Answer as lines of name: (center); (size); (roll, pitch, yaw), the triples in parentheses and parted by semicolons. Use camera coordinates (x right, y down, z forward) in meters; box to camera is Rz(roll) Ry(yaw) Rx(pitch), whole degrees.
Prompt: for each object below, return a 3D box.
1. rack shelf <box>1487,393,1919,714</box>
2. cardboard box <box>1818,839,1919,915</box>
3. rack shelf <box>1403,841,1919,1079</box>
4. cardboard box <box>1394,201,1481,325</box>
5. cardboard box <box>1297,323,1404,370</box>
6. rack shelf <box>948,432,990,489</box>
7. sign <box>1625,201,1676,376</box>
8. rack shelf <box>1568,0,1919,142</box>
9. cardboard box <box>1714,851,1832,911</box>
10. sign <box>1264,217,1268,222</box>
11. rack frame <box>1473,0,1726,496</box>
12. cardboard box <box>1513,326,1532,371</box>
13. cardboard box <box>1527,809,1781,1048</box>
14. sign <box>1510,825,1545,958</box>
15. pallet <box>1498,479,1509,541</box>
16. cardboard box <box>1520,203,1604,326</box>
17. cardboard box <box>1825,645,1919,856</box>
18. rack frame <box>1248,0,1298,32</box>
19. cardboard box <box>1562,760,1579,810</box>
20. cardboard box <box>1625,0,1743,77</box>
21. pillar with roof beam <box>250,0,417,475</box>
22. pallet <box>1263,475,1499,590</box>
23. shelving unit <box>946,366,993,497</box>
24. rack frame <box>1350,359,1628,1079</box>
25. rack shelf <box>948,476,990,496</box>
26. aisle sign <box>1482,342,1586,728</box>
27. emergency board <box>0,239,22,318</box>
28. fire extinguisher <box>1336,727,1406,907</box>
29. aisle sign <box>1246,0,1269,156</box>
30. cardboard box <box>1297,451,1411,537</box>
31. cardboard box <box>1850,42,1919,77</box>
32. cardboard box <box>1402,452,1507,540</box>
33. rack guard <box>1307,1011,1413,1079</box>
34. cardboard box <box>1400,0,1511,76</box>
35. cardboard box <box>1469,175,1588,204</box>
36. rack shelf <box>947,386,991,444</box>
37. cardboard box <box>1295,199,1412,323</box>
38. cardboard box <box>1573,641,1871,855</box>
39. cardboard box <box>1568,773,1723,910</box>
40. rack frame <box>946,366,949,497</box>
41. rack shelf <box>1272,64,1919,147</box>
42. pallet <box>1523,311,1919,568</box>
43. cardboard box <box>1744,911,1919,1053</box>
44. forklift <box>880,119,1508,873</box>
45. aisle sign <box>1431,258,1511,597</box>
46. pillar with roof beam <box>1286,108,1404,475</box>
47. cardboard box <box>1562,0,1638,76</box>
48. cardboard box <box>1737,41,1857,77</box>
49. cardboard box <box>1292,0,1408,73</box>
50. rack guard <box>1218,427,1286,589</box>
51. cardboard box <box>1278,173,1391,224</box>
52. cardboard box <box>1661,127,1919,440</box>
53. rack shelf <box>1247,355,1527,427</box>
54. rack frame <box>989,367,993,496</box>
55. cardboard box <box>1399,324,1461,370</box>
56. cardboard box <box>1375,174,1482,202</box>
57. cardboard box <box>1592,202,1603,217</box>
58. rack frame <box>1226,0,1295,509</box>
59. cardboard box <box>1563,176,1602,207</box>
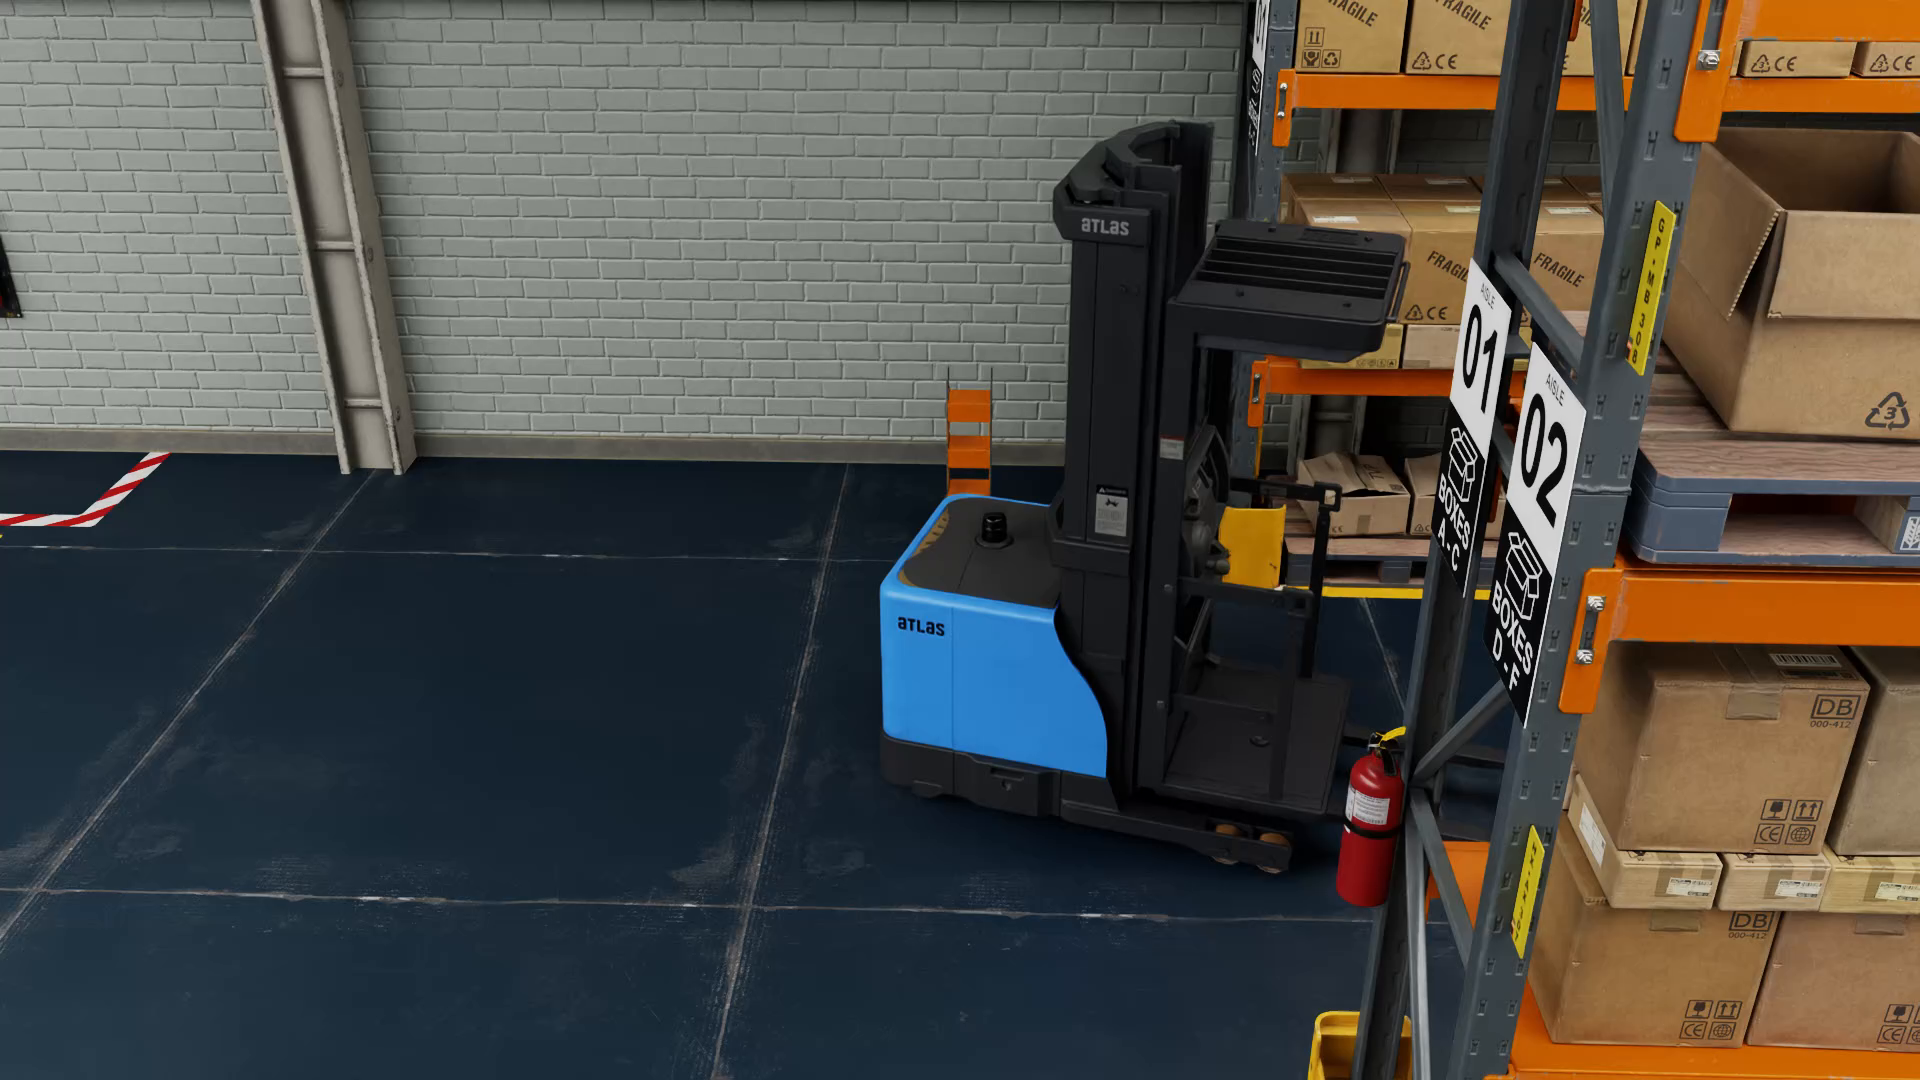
rack shelf: (3.373, 0.022, 4.071); (4.000, 0.370, 1.077); (1, 28, 2)
cardboard box: (2.272, 0.781, 4.275); (0.250, 0.149, 0.380); (1, 28, 2)
rack shelf: (3.373, 1.347, 4.774); (4.000, 0.370, 1.077); (1, 28, 2)
cardboard box: (2.505, -1.435, 8.592); (0.500, 0.500, 0.500); (1, 28, 2)
cardboard box: (2.022, -1.108, 8.776); (0.500, 0.250, 0.500); (0, 28, 0)
rack shelf: (0.053, -0.454, 9.507); (0.240, 0.259, 0.215); (1, 28, 2)
sign: (1.349, -0.490, 3.252); (0.005, 0.325, 0.100); (1, 28, 2)
rack shelf: (3.373, -1.126, 3.462); (4.000, 0.370, 1.077); (1, 28, 2)
cardboard box: (2.023, 0.776, 4.284); (0.250, 0.149, 0.380); (0, 28, 0)
sign: (1.526, -1.451, 8.360); (0.005, 0.325, 0.100); (1, 28, 2)
rack frame: (1.374, -1.654, 3.262); (0.127, 3.000, 1.000); (1, 28, 2)
cardboard box: (3.050, -1.095, 8.752); (0.500, 0.250, 0.500); (1, 28, 1)
cardboard box: (1.840, 0.966, 4.618); (0.500, 0.500, 0.700); (1, 28, 2)
sign: (1.349, 0.839, 3.956); (0.005, 0.325, 0.100); (1, 28, 2)
pallet: (3.648, -0.037, 9.595); (1.213, 0.211, 1.003); (1, 28, 2)
cardboard box: (3.021, -1.423, 8.570); (0.500, 0.500, 0.500); (0, 28, 0)
cardboard box: (2.419, 0.400, 4.301); (0.500, 0.500, 0.700); (0, 28, 0)
rack frame: (1.545, -3.973, 7.636); (0.127, 3.000, 1.000); (1, 28, 2)
cardboard box: (1.763, 0.583, 4.648); (0.250, 0.149, 0.380); (0, 28, 1)
cardboard box: (3.461, -2.547, 8.021); (0.500, 0.500, 0.500); (3, 28, 5)
pillar with roof beam: (-3.873, -2.450, 4.764); (0.400, 9.000, 9.100); (1, 28, 2)
pallet: (2.432, -0.059, 9.636); (1.213, 0.211, 1.003); (1, 28, 2)
shelving unit: (0.053, -0.463, 9.502); (0.252, 1.050, 0.215); (1, 28, 2)
rack frame: (1.374, 0.997, 4.667); (0.127, 3.000, 1.000); (1, 28, 2)
rack shelf: (0.053, -0.208, 9.638); (0.240, 0.259, 0.215); (1, 28, 2)
aisle sign: (1.298, -0.010, 3.790); (0.004, 0.787, 0.394); (1, 28, 2)
emergency board: (-6.189, -1.873, 10.081); (0.643, 1.169, 0.194); (1, 28, 2)
fire extinguisher: (1.272, 0.811, 5.099); (0.183, 0.674, 0.296); (1, 28, 2)
aisle sign: (1.463, -2.332, 8.170); (0.004, 0.787, 0.394); (1, 28, 2)
cardboard box: (2.234, -0.275, 9.467); (0.500, 0.311, 0.500); (-2, 28, -4)
cardboard box: (4.524, -2.541, 8.011); (0.500, 0.500, 0.500); (-1, 28, -3)
cardboard box: (2.803, -0.266, 9.449); (0.500, 0.311, 0.500); (3, 28, 6)
rack guard: (1.350, 2.101, 5.254); (0.348, 0.500, 1.175); (1, 28, 2)
cardboard box: (2.406, -2.552, 8.031); (0.500, 0.500, 0.500); (3, 28, 5)
cardboard box: (3.043, -1.668, 9.033); (0.500, 0.500, 0.500); (0, 28, 0)
rack shelf: (0.053, -0.704, 9.374); (0.240, 0.259, 0.215); (1, 28, 2)
cardboard box: (2.012, -1.448, 8.616); (0.500, 0.500, 0.500); (1, 28, 2)
cardboard box: (1.893, 0.394, 4.313); (0.500, 0.500, 0.700); (1, 28, 2)
cardboard box: (1.759, 0.773, 4.290); (0.250, 0.149, 0.380); (1, 28, 1)
rack frame: (-0.068, -0.465, 9.506); (0.008, 1.050, 0.200); (1, 28, 2)
rack shelf: (3.544, -2.297, 8.445); (4.000, 0.370, 1.077); (1, 28, 2)
pallet: (2.080, -0.266, 3.941); (1.213, 0.211, 1.003); (1, 28, 2)
cardboard box: (2.365, 0.973, 4.606); (0.500, 0.500, 0.700); (2, 28, 3)
forklift: (1.215, -0.158, 6.919); (3.031, 2.935, 1.130); (9, 29, 16)
aisle sign: (1.319, -0.291, 4.320); (0.004, 0.787, 0.394); (1, 28, 2)
pillar with roof beam: (2.123, -2.351, 4.577); (0.400, 9.000, 9.100); (1, 28, 2)
cardboard box: (2.925, -2.546, 8.019); (0.500, 0.500, 0.500); (2, 28, 4)
cardboard box: (3.969, -2.533, 7.995); (0.500, 0.500, 0.500); (0, 28, 0)
cardboard box: (1.871, -2.578, 8.080); (0.500, 0.500, 0.500); (2, 28, 3)
rack guard: (1.621, -0.217, 9.625); (0.348, 0.500, 1.175); (1, 28, 2)
cardboard box: (2.024, -1.688, 9.069); (0.500, 0.500, 0.500); (1, 28, 1)
cardboard box: (1.948, -0.610, 3.788); (0.637, 0.503, 0.797); (3, 28, 5)
rack shelf: (3.544, -0.971, 9.148); (4.000, 0.370, 1.077); (1, 28, 2)
rack frame: (0.175, -0.461, 9.499); (0.008, 1.050, 0.200); (1, 28, 2)
cardboard box: (2.541, -1.106, 8.773); (0.500, 0.250, 0.500); (0, 28, 0)
cardboard box: (2.527, -1.675, 9.045); (0.500, 0.500, 0.500); (1, 28, 2)
cardboard box: (3.538, -1.420, 8.565); (0.500, 0.500, 0.500); (2, 28, 3)
rack frame: (1.545, -1.322, 9.042); (0.127, 3.000, 1.000); (1, 28, 2)
cardboard box: (3.547, -1.660, 9.017); (0.500, 0.500, 0.500); (1, 28, 2)
